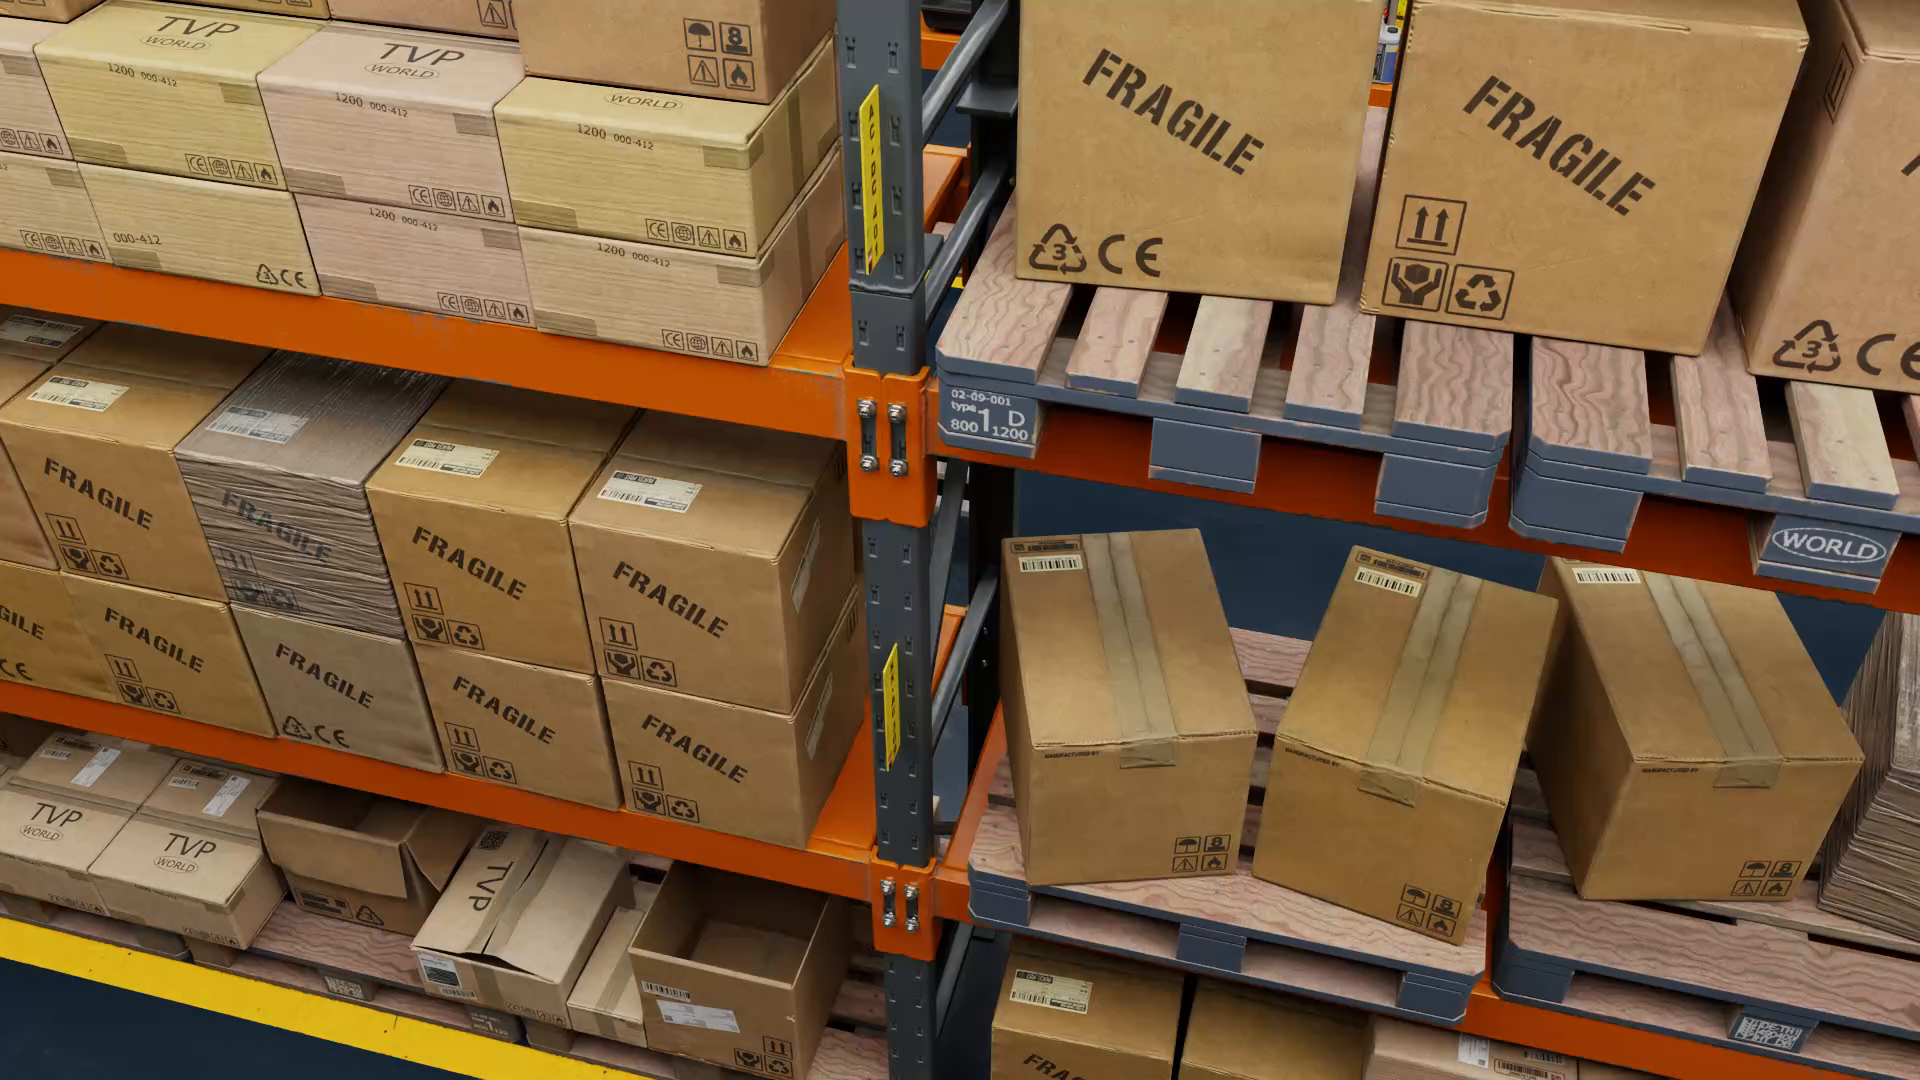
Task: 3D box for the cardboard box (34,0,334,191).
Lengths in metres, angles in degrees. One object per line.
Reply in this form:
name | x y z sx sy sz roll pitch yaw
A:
cardboard box | -1.526 -0.989 3.490 0.500 0.250 0.500 10 41 11

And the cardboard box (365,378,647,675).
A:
cardboard box | -1.072 -0.052 4.124 0.500 0.500 0.500 9 41 11

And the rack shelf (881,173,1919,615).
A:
rack shelf | 1.911 -0.165 3.341 4.000 0.370 1.077 10 41 11

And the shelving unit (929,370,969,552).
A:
shelving unit | -0.008 -0.346 6.962 0.210 0.900 0.258 10 41 11

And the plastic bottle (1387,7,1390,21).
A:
plastic bottle | 2.080 -2.728 8.262 0.135 0.276 0.152 10 41 11

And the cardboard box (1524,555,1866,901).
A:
cardboard box | 1.702 0.432 3.999 0.500 0.500 0.700 0 40 0

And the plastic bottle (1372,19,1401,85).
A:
plastic bottle | 1.965 -2.279 7.728 0.135 0.276 0.152 10 41 11

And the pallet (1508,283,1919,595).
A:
pallet | 1.593 -0.378 3.182 1.003 0.211 1.213 10 41 11

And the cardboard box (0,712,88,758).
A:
cardboard box | -3.296 0.437 5.999 0.500 0.500 0.500 10 41 11

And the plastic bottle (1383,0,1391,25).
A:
plastic bottle | 2.066 -2.619 8.190 0.097 0.201 0.097 0 40 0

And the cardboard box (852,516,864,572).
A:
cardboard box | -0.404 -0.298 4.418 0.500 0.500 0.500 11 41 13

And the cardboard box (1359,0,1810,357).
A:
cardboard box | 1.098 -0.784 3.036 0.600 0.600 0.600 9 41 11

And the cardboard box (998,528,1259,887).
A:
cardboard box | 0.379 0.395 4.044 0.500 0.500 0.700 -3 40 -3

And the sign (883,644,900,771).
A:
sign | -0.154 0.383 3.789 0.005 0.325 0.100 10 41 11

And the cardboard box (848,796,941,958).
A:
cardboard box | -0.371 1.033 5.436 0.500 0.311 0.500 10 41 11

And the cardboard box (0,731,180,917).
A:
cardboard box | -2.950 0.945 5.588 0.500 0.250 0.500 10 41 11

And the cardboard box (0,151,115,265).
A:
cardboard box | -2.007 -0.884 3.755 0.500 0.250 0.500 10 41 11

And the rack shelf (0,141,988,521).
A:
rack shelf | -1.953 -0.830 4.133 4.000 0.370 1.077 10 41 11

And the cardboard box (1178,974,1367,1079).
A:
cardboard box | 0.901 1.478 4.759 0.500 0.500 0.500 10 41 12

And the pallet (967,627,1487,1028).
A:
pallet | 0.723 0.650 4.293 1.213 0.211 1.003 10 41 11

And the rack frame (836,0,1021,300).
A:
rack frame | -0.021 -1.921 2.541 0.127 3.000 1.000 10 41 11

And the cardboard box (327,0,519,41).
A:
cardboard box | -0.947 -1.422 3.423 0.500 0.500 0.700 10 41 11

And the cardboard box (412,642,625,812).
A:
cardboard box | -1.069 0.329 4.448 0.500 0.500 0.500 11 41 13

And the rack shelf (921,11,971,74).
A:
rack shelf | -0.669 -2.758 8.761 4.000 0.370 1.077 10 41 11

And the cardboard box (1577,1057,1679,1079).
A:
cardboard box | 1.834 1.359 4.318 0.500 0.250 0.500 9 41 11

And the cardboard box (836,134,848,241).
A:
cardboard box | -0.427 -0.950 3.833 0.500 0.250 0.500 10 41 11

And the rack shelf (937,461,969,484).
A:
rack shelf | -0.008 -0.320 6.984 0.200 0.077 0.258 10 41 11

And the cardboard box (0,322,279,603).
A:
cardboard box | -2.045 -0.220 4.325 0.500 0.500 0.500 9 41 11

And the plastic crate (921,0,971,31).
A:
plastic crate | 0.112 -2.638 8.225 0.590 0.125 0.437 10 41 11

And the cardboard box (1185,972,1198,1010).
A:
cardboard box | 1.005 1.156 5.143 0.500 0.500 0.500 10 41 12

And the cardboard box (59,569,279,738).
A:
cardboard box | -2.058 0.162 4.647 0.500 0.500 0.500 10 41 12

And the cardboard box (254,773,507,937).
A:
cardboard box | -1.837 0.854 5.499 0.637 0.503 0.797 10 41 11

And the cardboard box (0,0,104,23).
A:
cardboard box | -1.954 -1.490 3.504 0.500 0.500 0.700 10 41 11

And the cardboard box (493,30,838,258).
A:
cardboard box | -0.561 -0.819 3.288 0.500 0.250 0.500 10 41 11

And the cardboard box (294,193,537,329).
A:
cardboard box | -1.040 -0.721 3.560 0.500 0.250 0.500 10 41 11

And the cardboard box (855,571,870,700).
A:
cardboard box | -0.443 0.084 4.740 0.500 0.500 0.500 11 41 13

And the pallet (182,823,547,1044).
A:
pallet | -1.867 1.128 5.744 1.213 0.211 1.003 10 41 11

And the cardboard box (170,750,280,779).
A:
cardboard box | -2.386 0.709 5.869 0.500 0.250 0.500 10 41 11

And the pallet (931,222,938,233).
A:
pallet | -0.640 -1.933 9.387 1.213 0.211 1.003 10 41 11

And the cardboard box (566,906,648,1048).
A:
cardboard box | -1.023 1.356 5.178 0.250 0.149 0.380 10 41 11

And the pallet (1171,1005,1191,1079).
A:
pallet | 0.774 1.556 5.234 1.213 0.211 1.003 10 41 11

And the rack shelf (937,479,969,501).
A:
rack shelf | -0.008 -0.252 7.042 0.200 0.077 0.258 10 41 11
